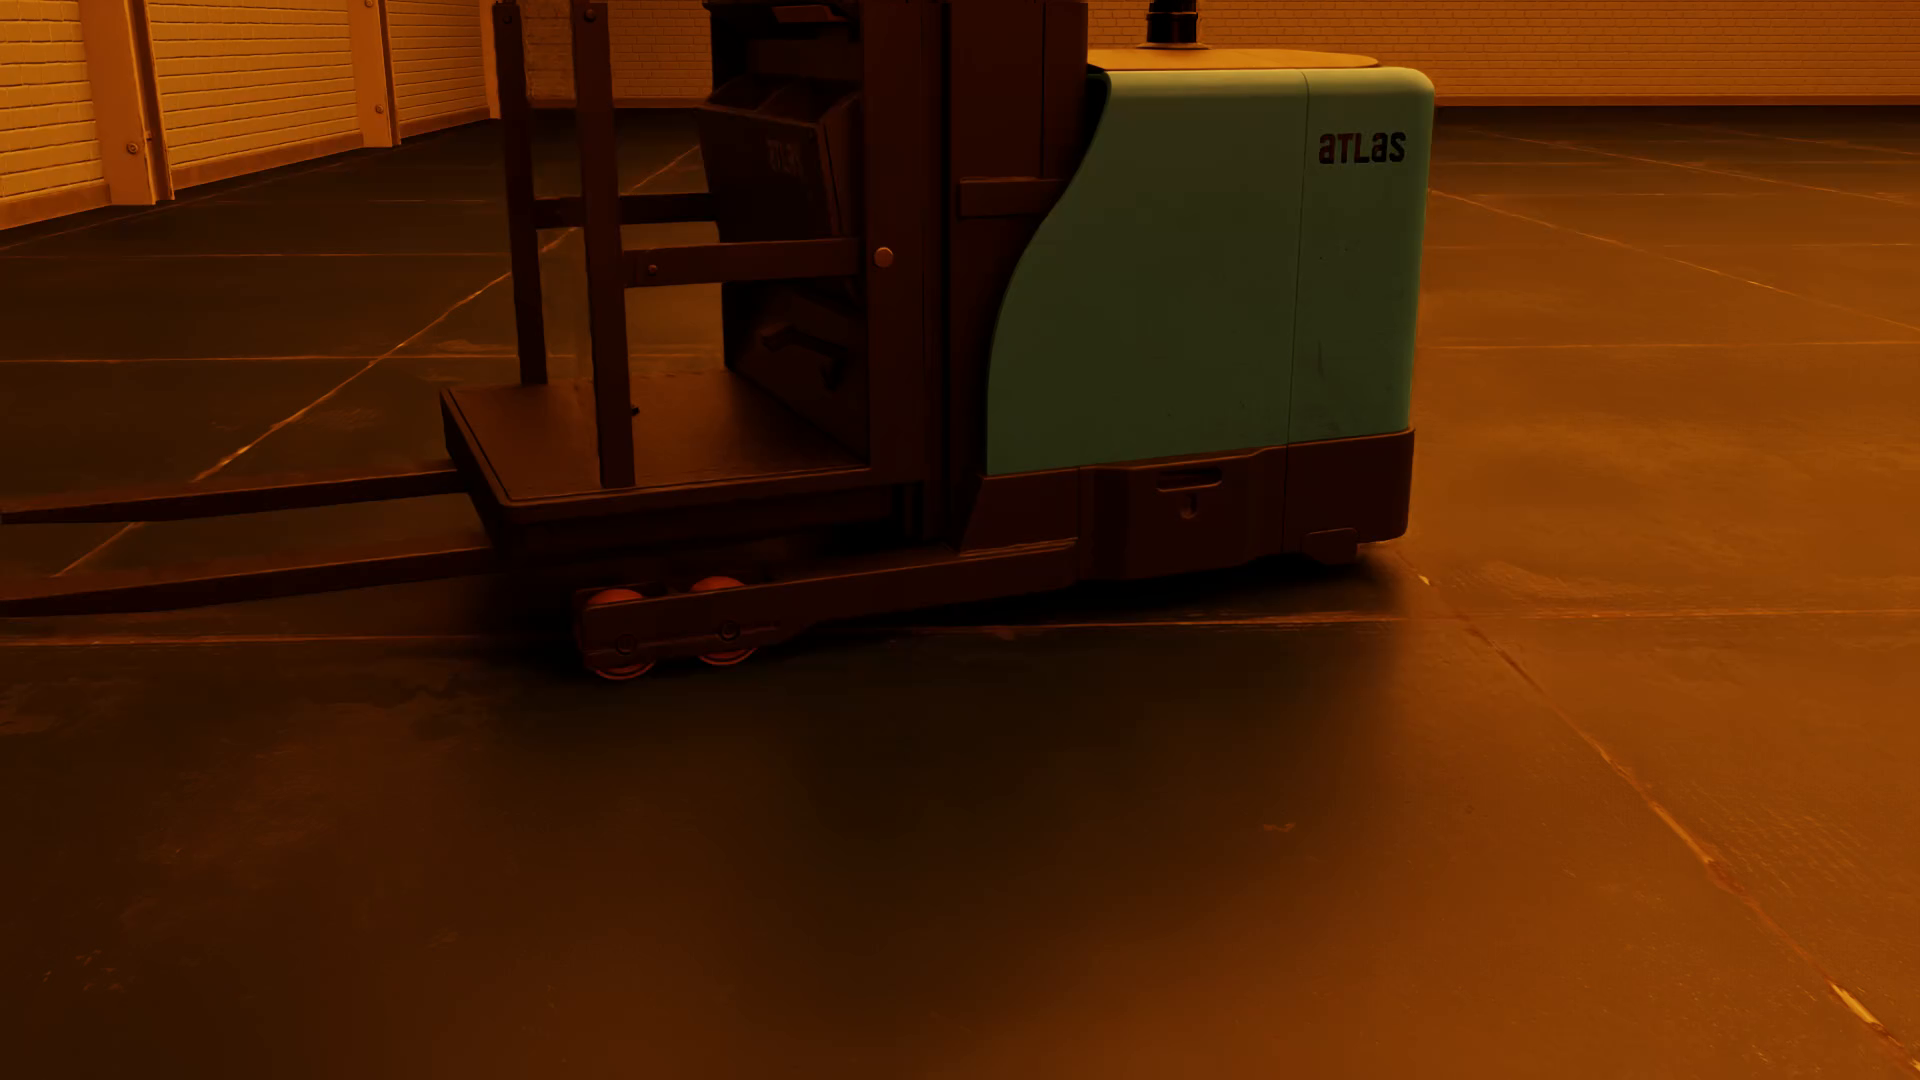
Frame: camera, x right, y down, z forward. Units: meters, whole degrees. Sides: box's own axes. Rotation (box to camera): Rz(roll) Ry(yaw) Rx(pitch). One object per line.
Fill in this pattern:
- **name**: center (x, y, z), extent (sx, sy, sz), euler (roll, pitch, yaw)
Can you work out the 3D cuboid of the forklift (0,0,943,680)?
- **forklift**: center (-0.627, -1.277, 3.192), extent (2.884, 2.867, 1.101), euler (-7, 18, -21)
